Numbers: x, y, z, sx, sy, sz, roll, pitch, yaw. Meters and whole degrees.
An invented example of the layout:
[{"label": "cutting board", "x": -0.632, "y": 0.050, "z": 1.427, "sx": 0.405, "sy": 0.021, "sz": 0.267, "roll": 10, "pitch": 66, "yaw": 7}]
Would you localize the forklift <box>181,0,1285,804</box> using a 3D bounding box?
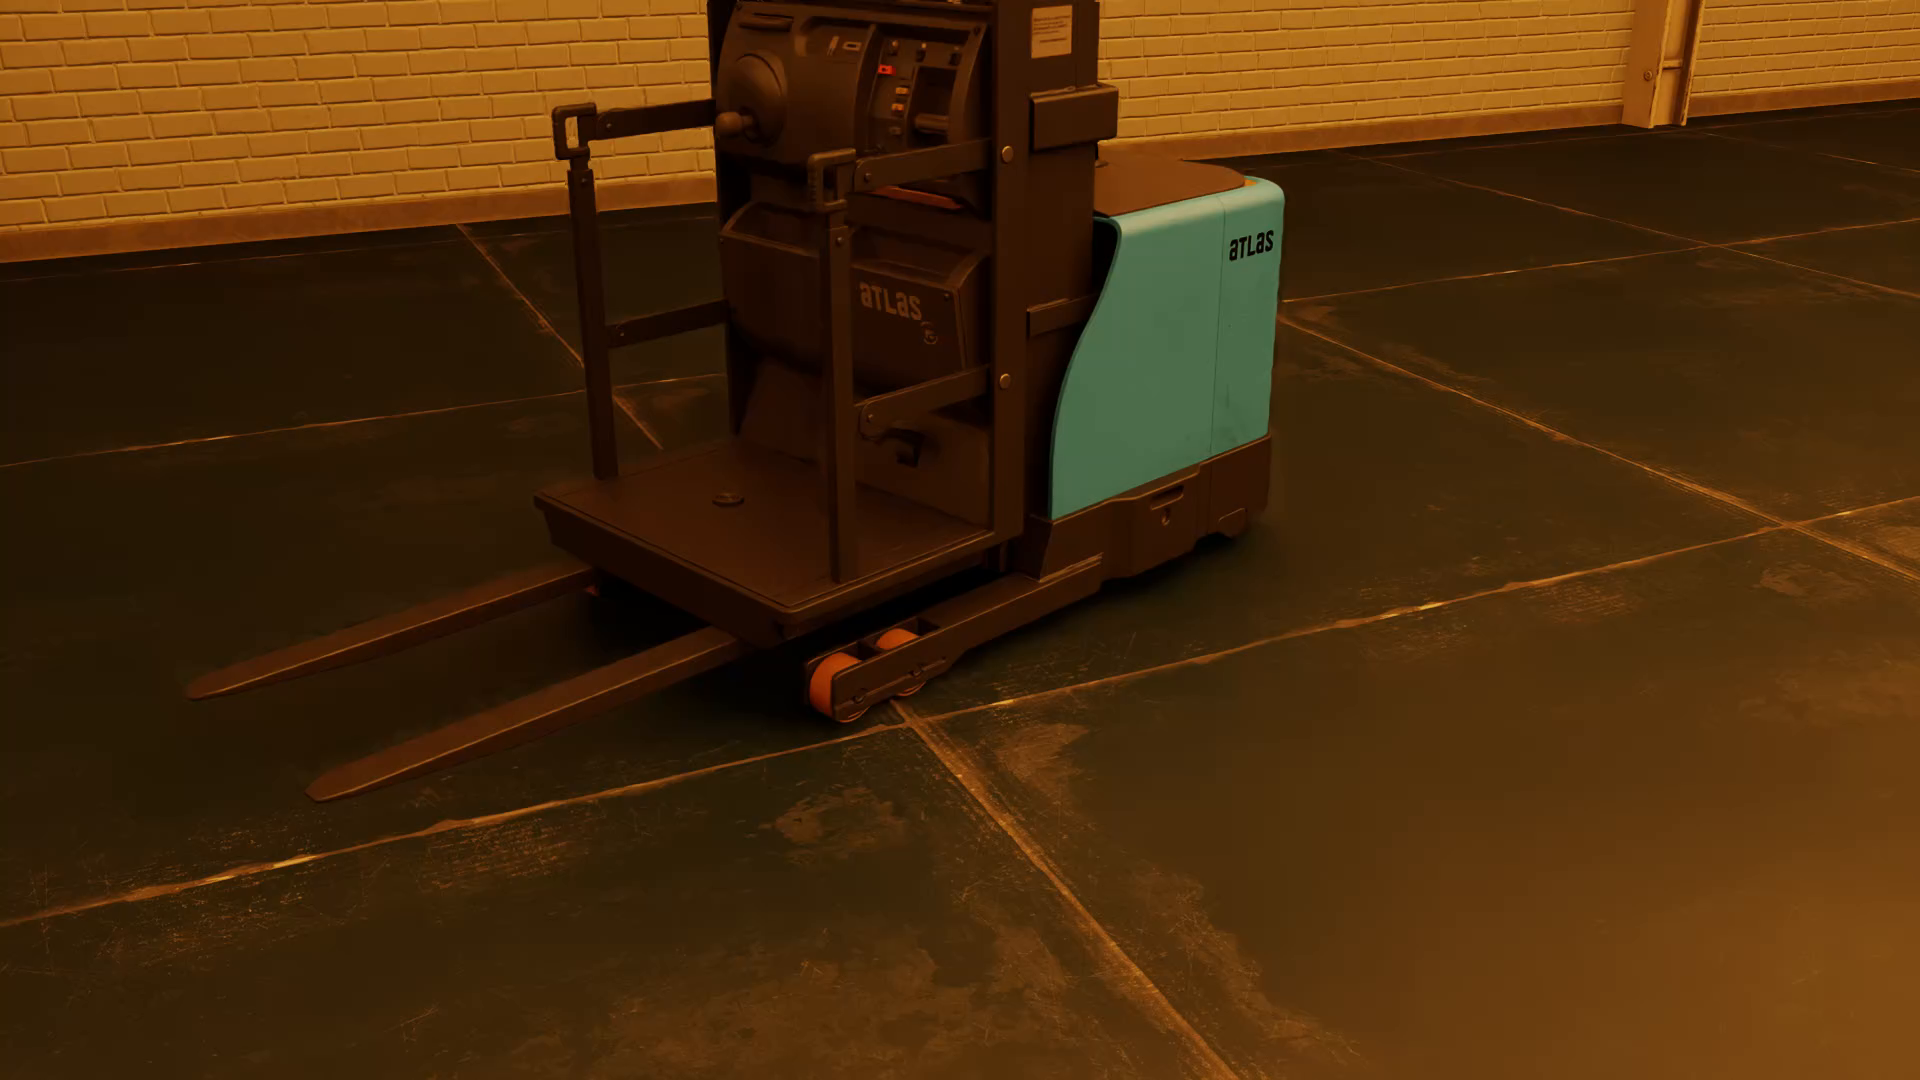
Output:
[{"label": "forklift", "x": -0.438, "y": -1.132, "z": 4.012, "sx": 1.130, "sy": 2.935, "sz": 3.031, "roll": 21, "pitch": 30, "yaw": 41}]
